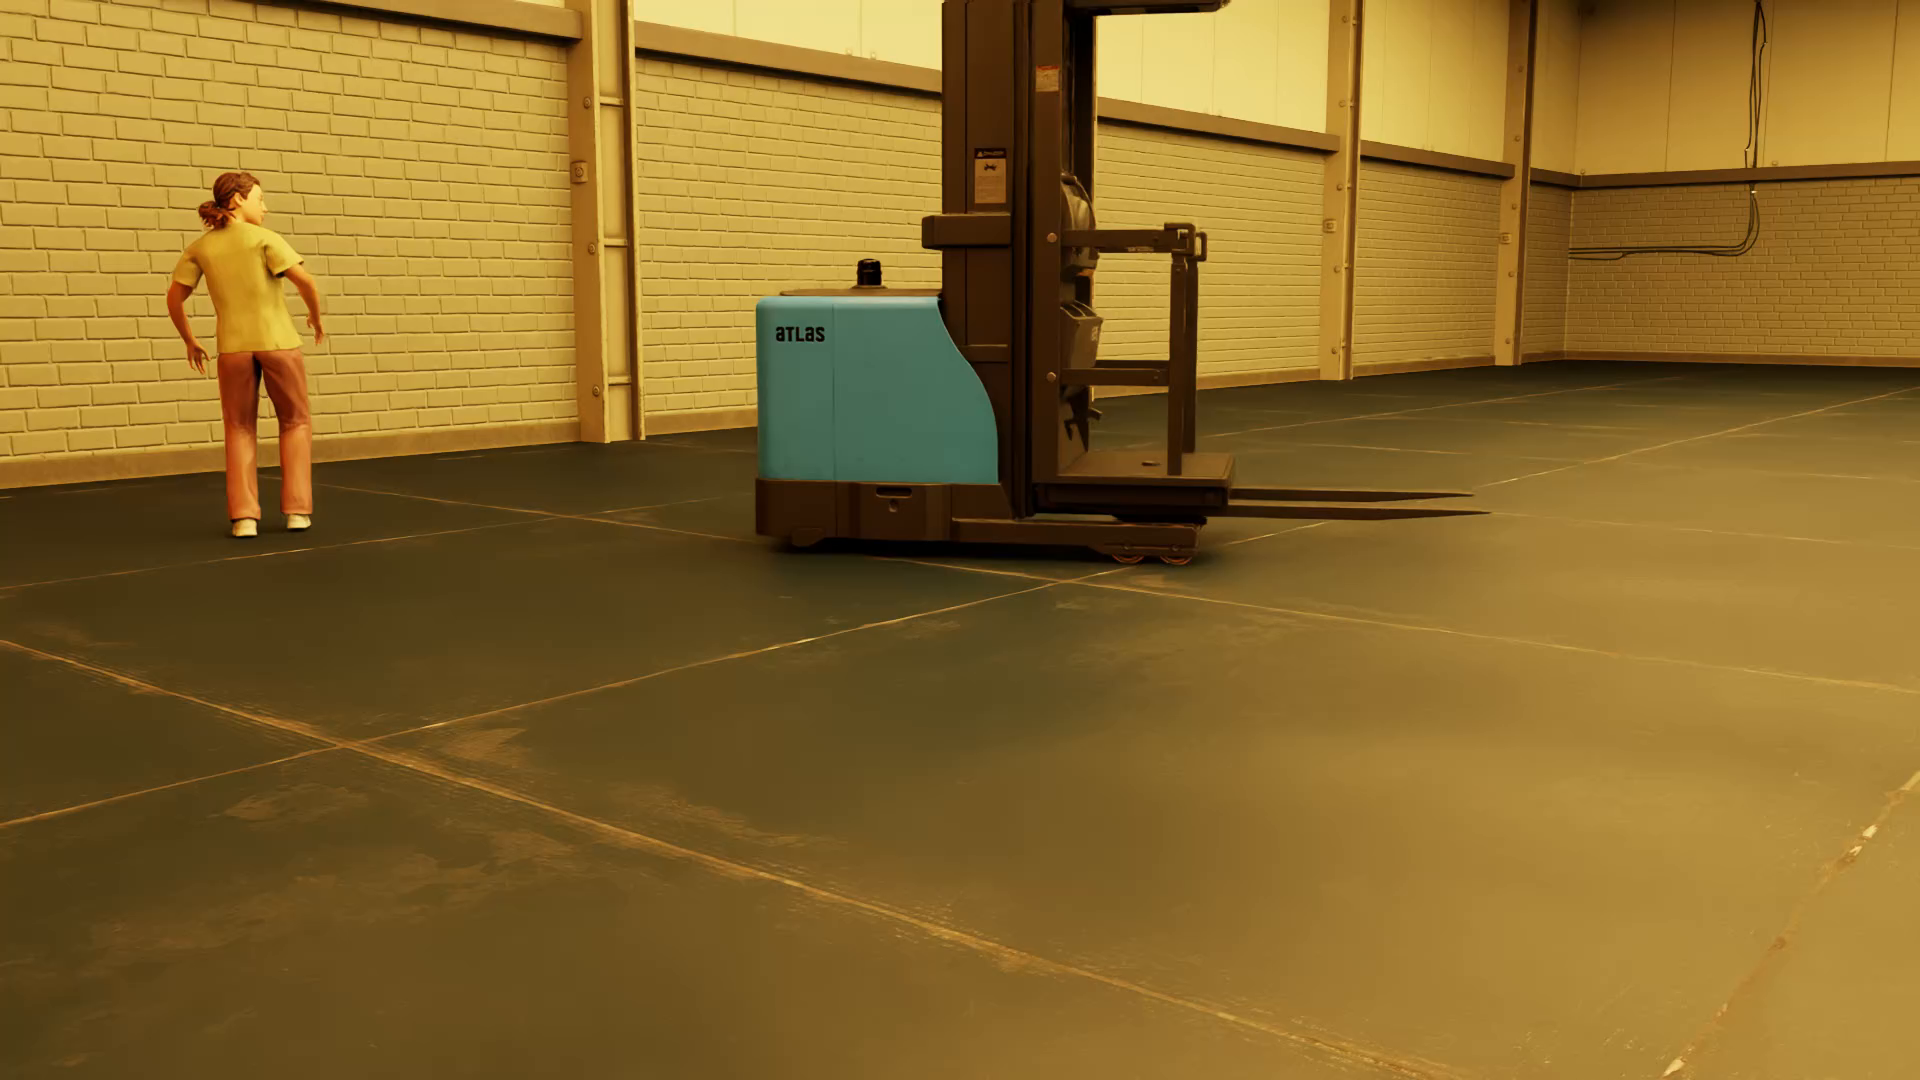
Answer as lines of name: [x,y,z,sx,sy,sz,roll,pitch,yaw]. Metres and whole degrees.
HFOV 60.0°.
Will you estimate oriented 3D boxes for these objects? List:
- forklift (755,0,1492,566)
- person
forklift: [0.697,-1.431,7.058,3.031,2.935,1.130,2,8,11]
person: [-3.220,-0.840,7.561,0.658,1.633,0.473,-1,8,-8]
